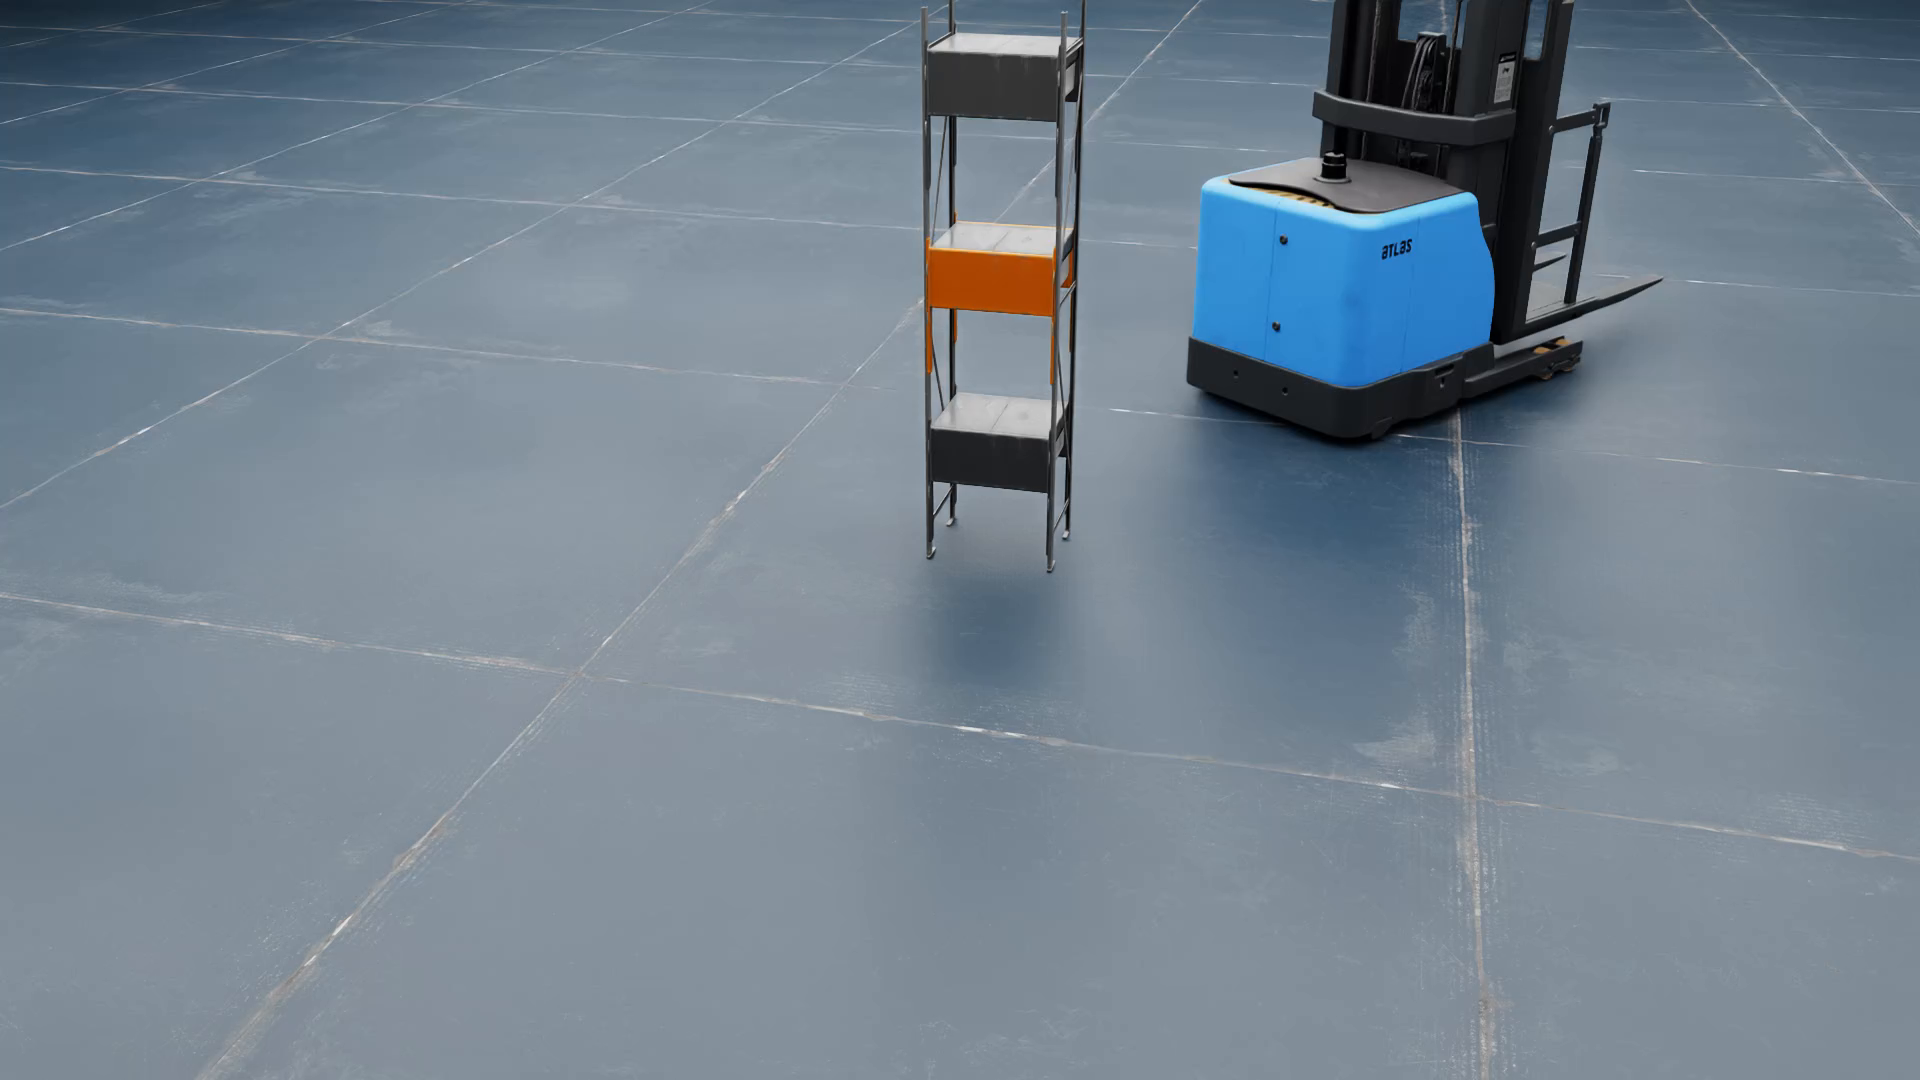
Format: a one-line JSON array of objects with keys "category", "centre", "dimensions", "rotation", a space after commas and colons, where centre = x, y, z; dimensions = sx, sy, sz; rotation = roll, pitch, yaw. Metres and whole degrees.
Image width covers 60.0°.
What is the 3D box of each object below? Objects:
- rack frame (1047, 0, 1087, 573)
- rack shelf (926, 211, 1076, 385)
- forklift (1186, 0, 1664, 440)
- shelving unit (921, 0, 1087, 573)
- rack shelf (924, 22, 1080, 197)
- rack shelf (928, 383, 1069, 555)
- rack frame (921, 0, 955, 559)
[{"category": "rack frame", "centre": [0.397, -0.904, 6.207], "dimensions": [0.015, 2.100, 0.400], "rotation": [6, 26, 13]}, {"category": "rack shelf", "centre": [0.160, -0.918, 6.267], "dimensions": [0.480, 0.518, 0.431], "rotation": [6, 26, 13]}, {"category": "forklift", "centre": [2.576, -2.292, 8.154], "dimensions": [3.031, 2.935, 1.130], "rotation": [-20, 32, -35]}, {"category": "shelving unit", "centre": [0.160, -0.930, 6.261], "dimensions": [0.503, 2.100, 0.431], "rotation": [6, 26, 13]}, {"category": "rack shelf", "centre": [0.160, -1.550, 5.966], "dimensions": [0.480, 0.518, 0.431], "rotation": [6, 26, 13]}, {"category": "rack shelf", "centre": [0.160, -0.286, 6.568], "dimensions": [0.480, 0.518, 0.431], "rotation": [6, 26, 13]}, {"category": "rack frame", "centre": [-0.076, -0.956, 6.316], "dimensions": [0.015, 2.100, 0.400], "rotation": [6, 26, 13]}]
